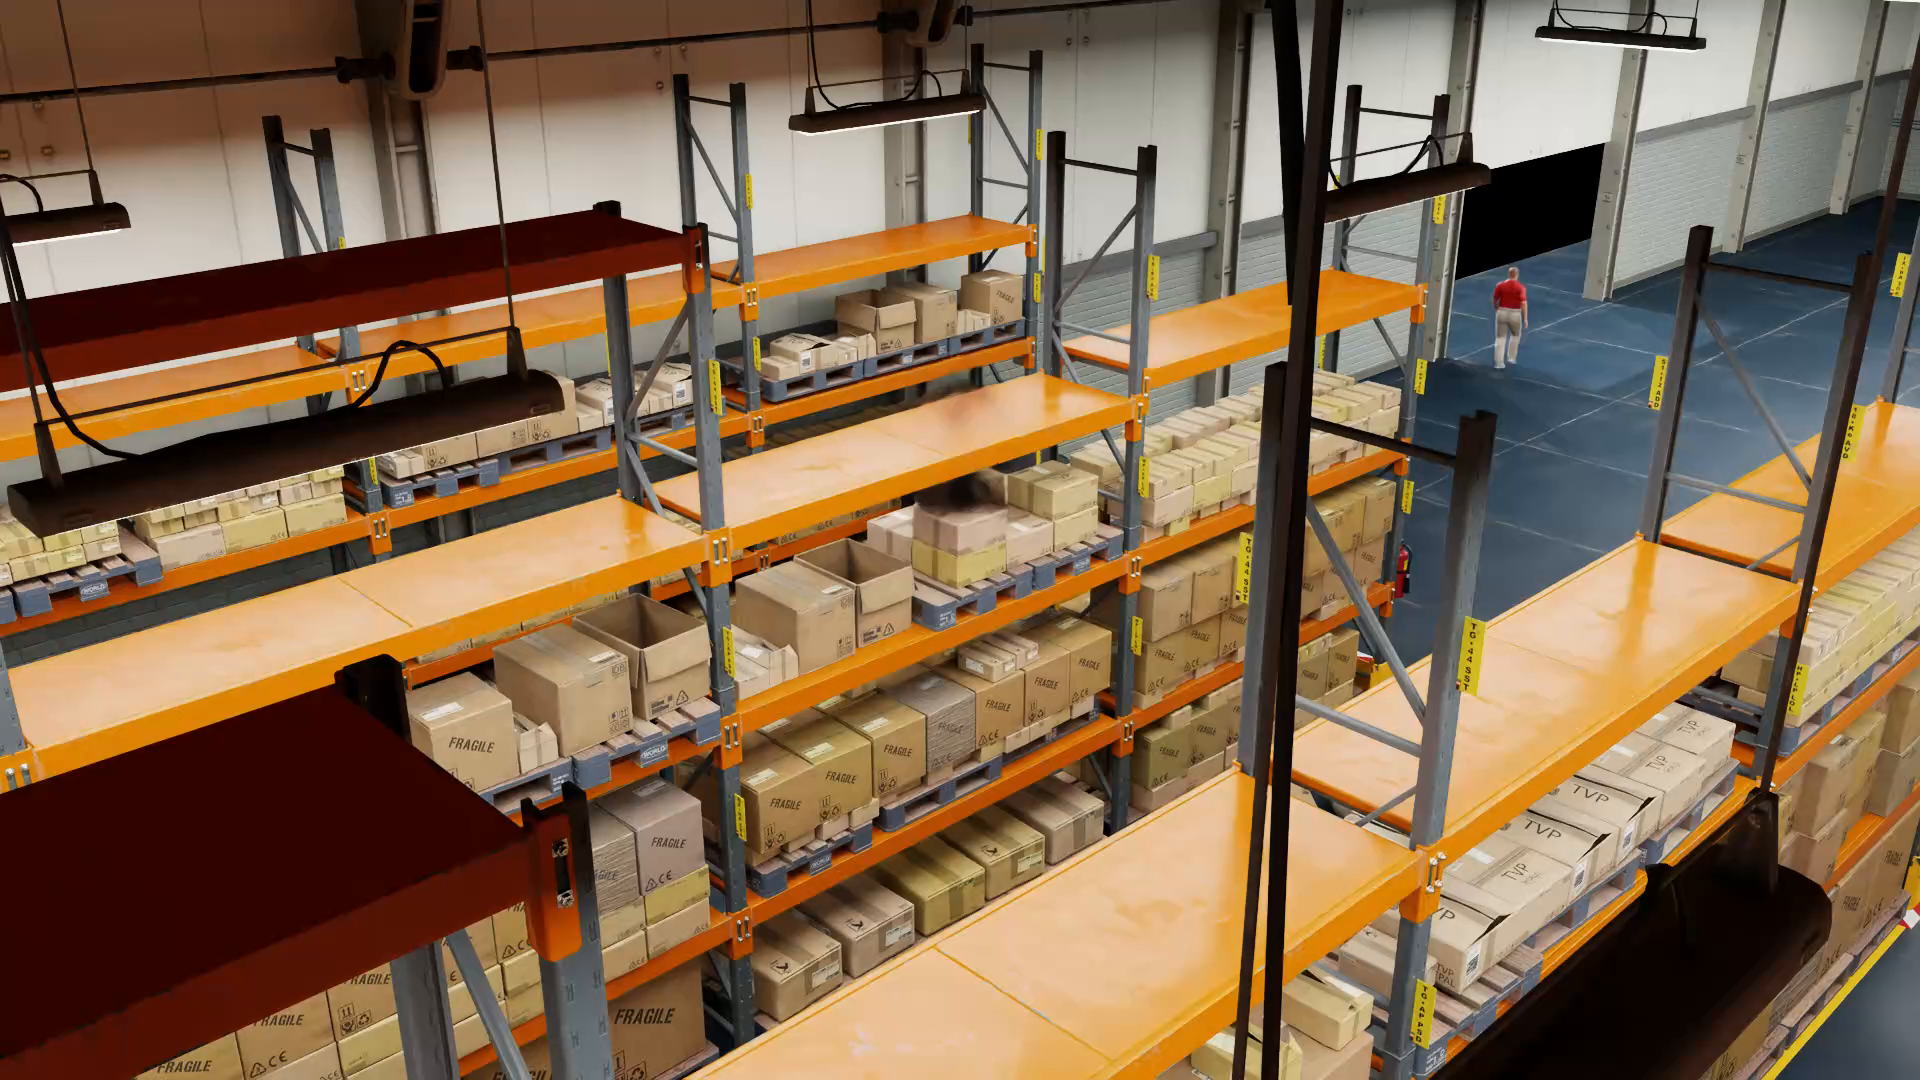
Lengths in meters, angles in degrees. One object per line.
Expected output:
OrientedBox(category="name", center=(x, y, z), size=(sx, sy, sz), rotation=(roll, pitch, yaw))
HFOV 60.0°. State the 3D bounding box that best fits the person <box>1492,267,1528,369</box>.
OrientedBox(category="person", center=(9.159, -3.705, 27.668), size=(0.631, 1.747, 0.819), rotation=(11, 25, 26))
